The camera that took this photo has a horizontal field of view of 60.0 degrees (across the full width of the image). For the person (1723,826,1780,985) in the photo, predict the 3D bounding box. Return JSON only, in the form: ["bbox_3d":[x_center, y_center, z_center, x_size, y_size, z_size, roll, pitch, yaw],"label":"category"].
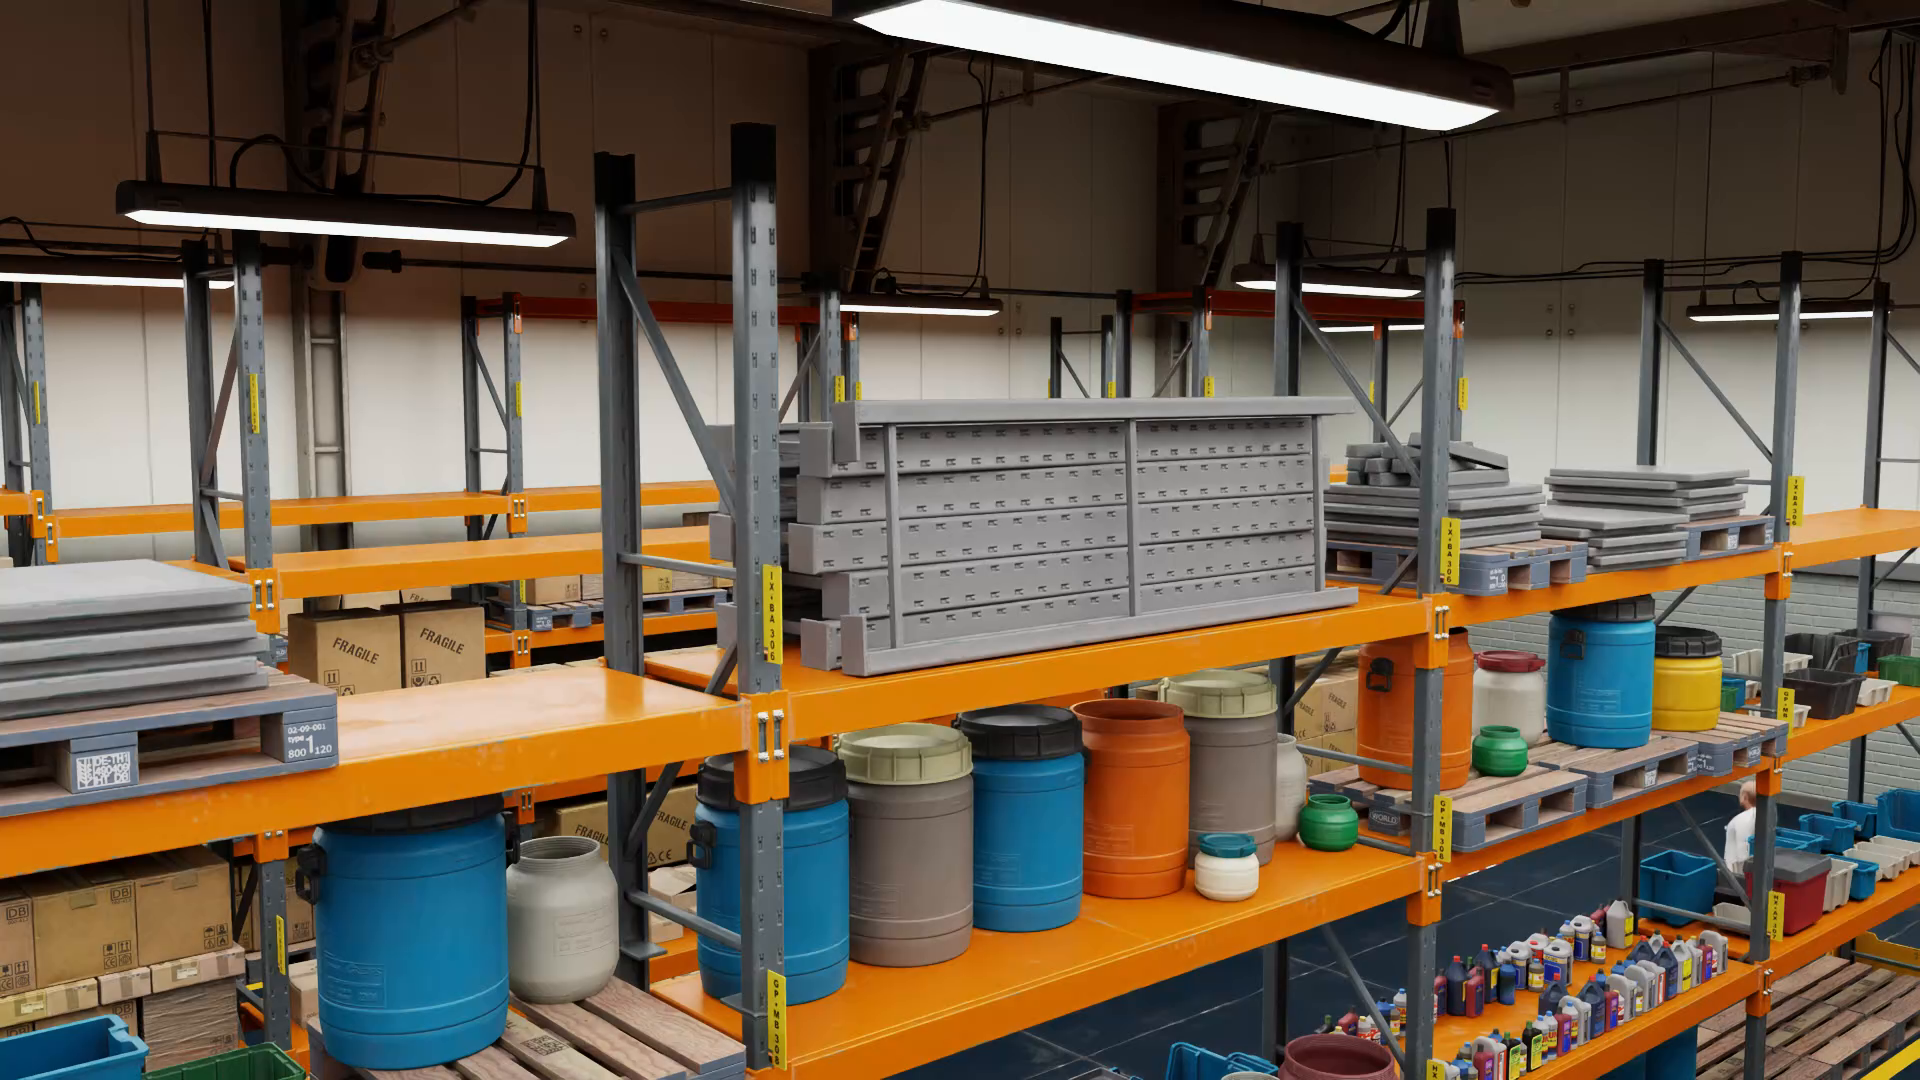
[{"bbox_3d":[6.651,3.059,14.309,0.432,1.515,0.922,-3,6,-25],"label":"person"}]
